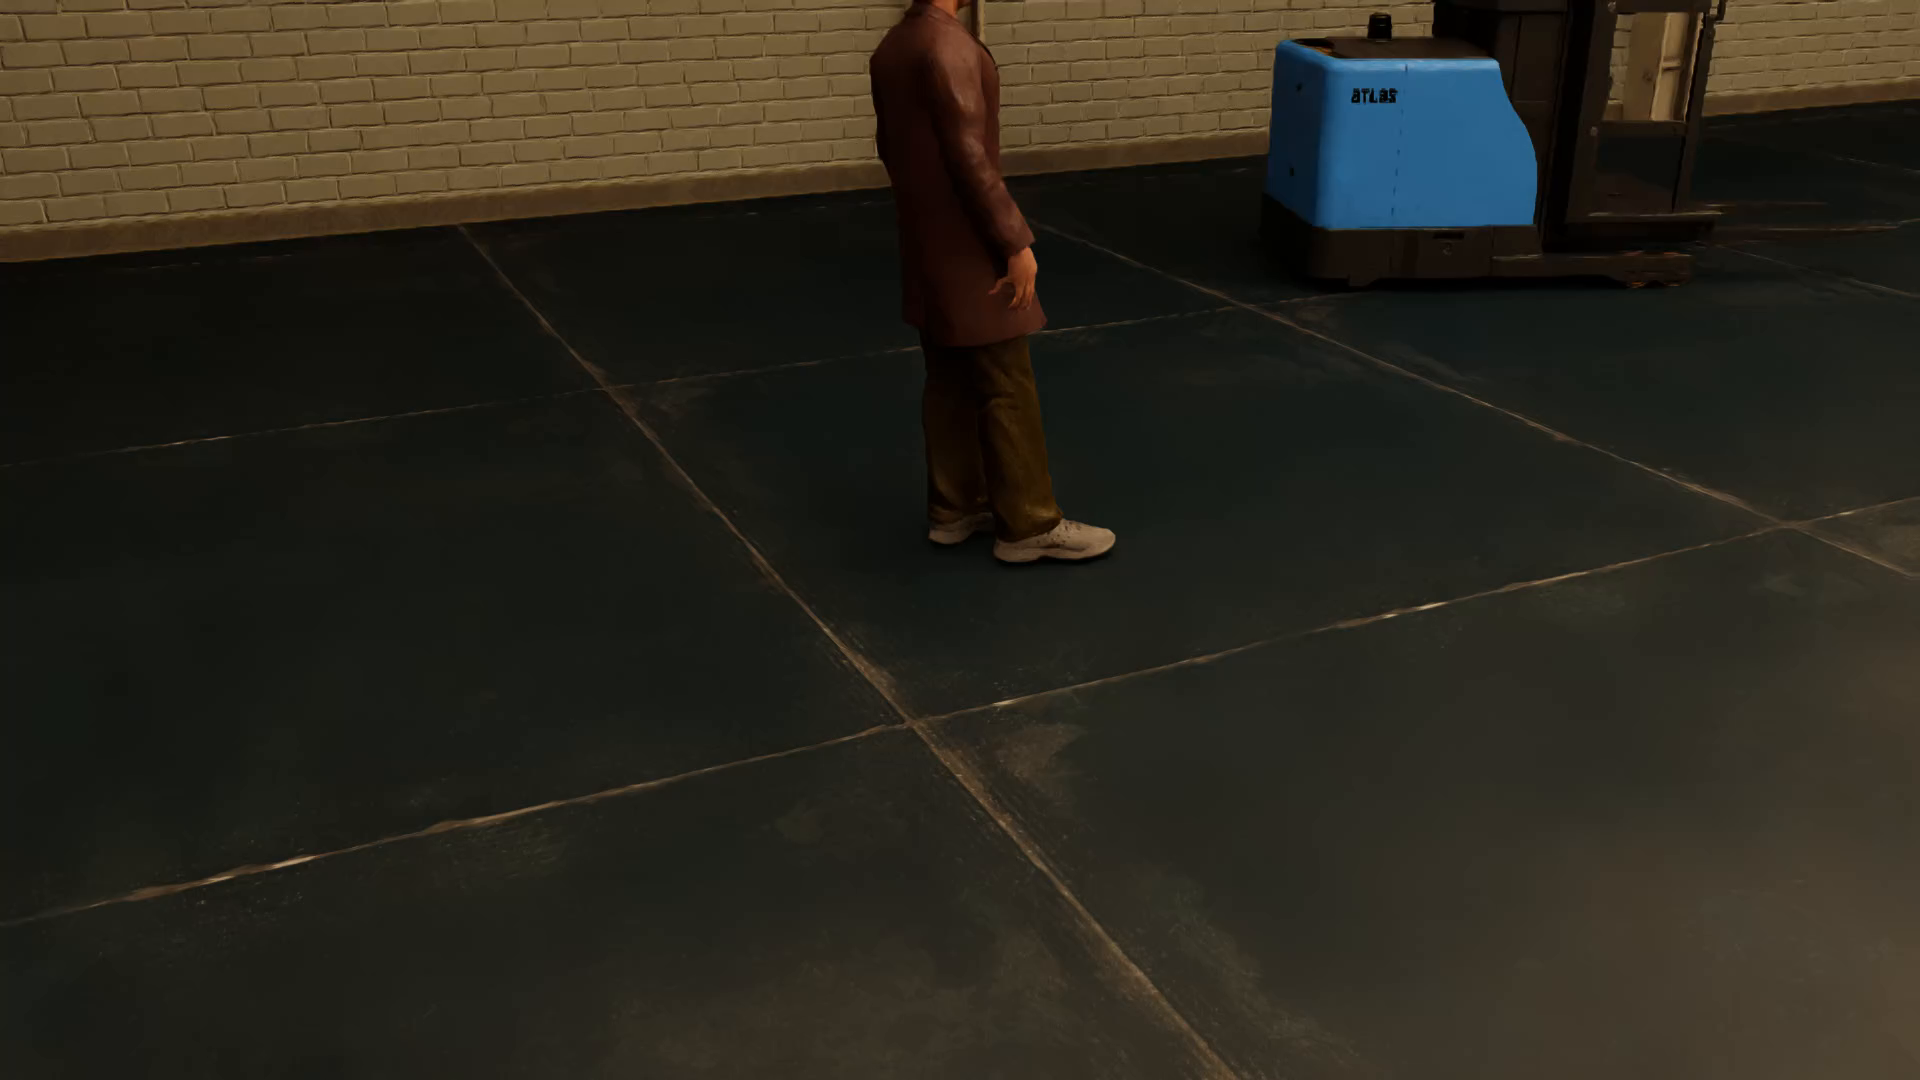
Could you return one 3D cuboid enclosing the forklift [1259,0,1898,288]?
[{"bbox_3d":[3.127,-2.775,7.967,3.031,2.935,1.130,-2,23,-5],"label":"forklift"}]

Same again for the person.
[{"bbox_3d":[0.085,-0.841,4.795,0.580,1.776,0.694,-10,25,-23],"label":"person"}]
